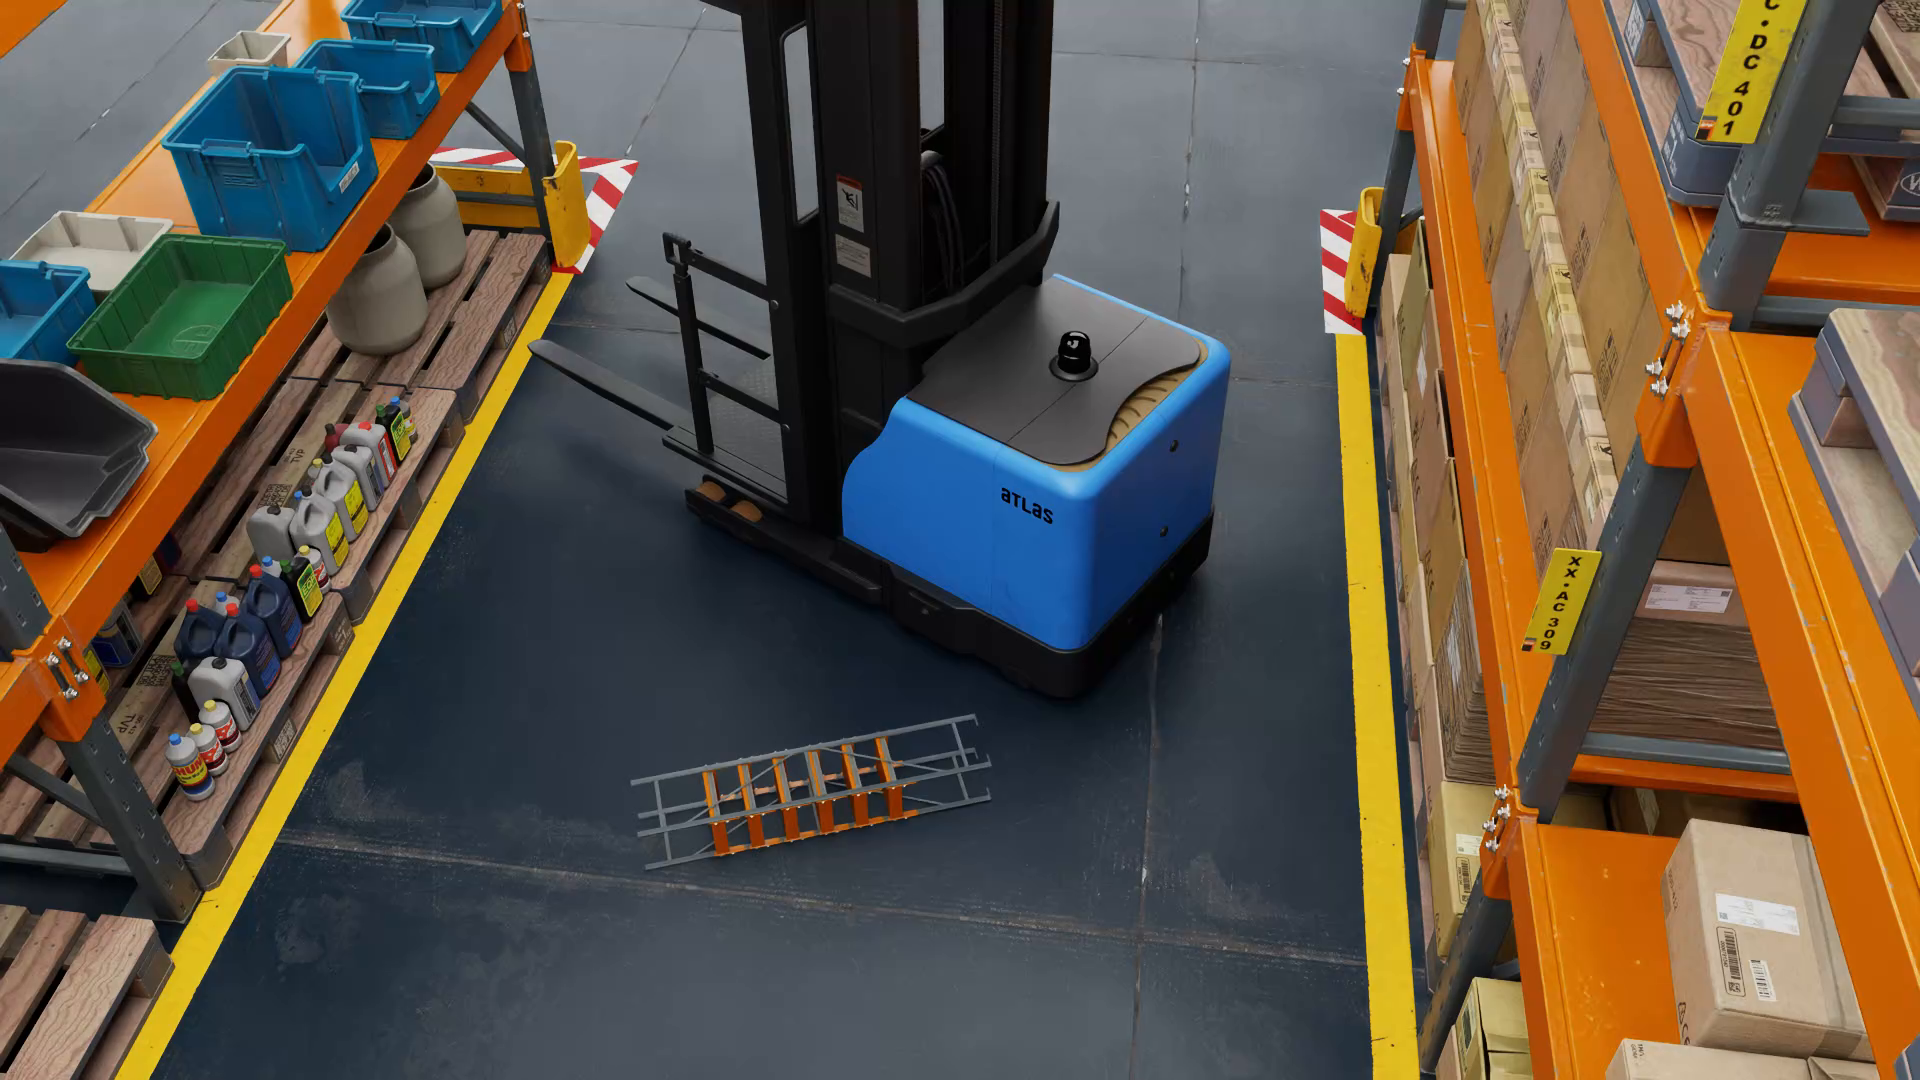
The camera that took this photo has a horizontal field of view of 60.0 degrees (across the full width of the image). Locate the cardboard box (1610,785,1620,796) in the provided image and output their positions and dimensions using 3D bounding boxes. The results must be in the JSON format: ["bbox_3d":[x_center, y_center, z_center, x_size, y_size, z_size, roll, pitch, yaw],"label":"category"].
[{"bbox_3d":[2.327,0.478,5.212,0.500,0.500,0.500,5,44,6],"label":"cardboard box"}]

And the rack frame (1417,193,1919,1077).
[{"bbox_3d":[1.897,0.534,4.005,1.000,3.000,0.127,5,44,6],"label":"rack frame"}]

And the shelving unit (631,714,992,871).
[{"bbox_3d":[-0.501,0.859,5.701,1.200,0.189,0.258,-10,44,-10],"label":"shelving unit"}]

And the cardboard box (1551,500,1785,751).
[{"bbox_3d":[1.950,0.194,4.290,0.700,0.500,0.500,4,44,4],"label":"cardboard box"}]

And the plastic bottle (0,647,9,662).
[{"bbox_3d":[-3.212,0.418,5.734,0.144,0.351,0.185,4,44,4],"label":"plastic bottle"}]

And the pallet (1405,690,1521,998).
[{"bbox_3d":[2.044,1.008,5.532,1.003,0.211,1.213,5,44,6],"label":"pallet"}]

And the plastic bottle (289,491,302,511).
[{"bbox_3d":[-2.514,-0.102,6.391,0.097,0.201,0.097,0,43,0],"label":"plastic bottle"}]

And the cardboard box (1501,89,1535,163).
[{"bbox_3d":[1.993,-1.339,5.438,0.380,0.149,0.250,5,44,5],"label":"cardboard box"}]

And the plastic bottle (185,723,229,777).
[{"bbox_3d":[-2.522,0.691,5.554,0.097,0.201,0.097,0,43,0],"label":"plastic bottle"}]

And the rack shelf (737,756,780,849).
[{"bbox_3d":[-0.691,0.892,5.667,0.103,0.180,0.258,-10,44,-10],"label":"rack shelf"}]

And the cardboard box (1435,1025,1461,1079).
[{"bbox_3d":[1.599,1.632,4.539,0.500,0.250,0.500,4,44,5],"label":"cardboard box"}]

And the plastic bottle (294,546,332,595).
[{"bbox_3d":[-2.408,0.105,6.172,0.097,0.201,0.097,0,43,0],"label":"plastic bottle"}]

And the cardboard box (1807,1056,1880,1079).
[{"bbox_3d":[1.963,1.198,3.401,0.396,0.266,0.258,4,44,4],"label":"cardboard box"}]

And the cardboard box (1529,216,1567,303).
[{"bbox_3d":[1.890,-0.808,4.878,0.380,0.149,0.250,6,44,7],"label":"cardboard box"}]

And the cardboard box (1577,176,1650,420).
[{"bbox_3d":[2.015,-0.621,4.208,0.700,0.500,0.500,5,44,5],"label":"cardboard box"}]

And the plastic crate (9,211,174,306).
[{"bbox_3d":[-3.048,-0.953,5.767,0.530,0.136,0.437,5,44,6],"label":"plastic crate"}]

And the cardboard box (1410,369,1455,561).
[{"bbox_3d":[1.934,-0.252,5.983,0.500,0.500,0.500,5,44,6],"label":"cardboard box"}]

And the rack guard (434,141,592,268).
[{"bbox_3d":[-2.447,-1.682,8.162,1.175,0.500,0.348,5,44,6],"label":"rack guard"}]

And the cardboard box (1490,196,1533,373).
[{"bbox_3d":[2.150,-0.857,5.400,0.700,0.500,0.500,6,44,7],"label":"cardboard box"}]

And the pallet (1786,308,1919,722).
[{"bbox_3d":[1.794,0.116,2.403,0.805,0.209,1.217,4,44,4],"label":"pallet"}]

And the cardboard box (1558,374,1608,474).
[{"bbox_3d":[1.788,-0.290,4.330,0.380,0.149,0.250,4,44,4],"label":"cardboard box"}]

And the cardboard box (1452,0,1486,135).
[{"bbox_3d":[2.352,-1.912,6.515,0.700,0.500,0.500,5,44,6],"label":"cardboard box"}]

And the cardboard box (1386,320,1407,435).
[{"bbox_3d":[2.072,-0.660,6.960,0.500,0.250,0.500,5,44,6],"label":"cardboard box"}]

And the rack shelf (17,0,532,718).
[{"bbox_3d":[-2.748,-1.021,6.170,1.077,0.370,4.000,5,44,6],"label":"rack shelf"}]

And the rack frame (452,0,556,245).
[{"bbox_3d":[-2.483,-2.645,7.362,1.000,3.000,0.127,5,44,6],"label":"rack frame"}]

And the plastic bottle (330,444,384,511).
[{"bbox_3d":[-2.370,-0.261,6.505,0.152,0.276,0.135,4,44,4],"label":"plastic bottle"}]

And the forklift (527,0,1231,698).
[{"bbox_3d":[-0.499,-1.321,6.013,3.031,2.935,1.130,27,50,26],"label":"forklift"}]

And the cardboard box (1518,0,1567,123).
[{"bbox_3d":[2.215,-1.644,5.289,0.700,0.500,0.500,5,44,6],"label":"cardboard box"}]

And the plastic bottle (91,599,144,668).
[{"bbox_3d":[-3.037,0.310,5.901,0.152,0.276,0.135,5,44,6],"label":"plastic bottle"}]

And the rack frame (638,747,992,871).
[{"bbox_3d":[-0.501,0.925,5.764,1.200,0.006,0.240,-10,44,-10],"label":"rack frame"}]

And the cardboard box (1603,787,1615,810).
[{"bbox_3d":[2.330,0.751,5.470,0.500,0.250,0.500,5,44,6],"label":"cardboard box"}]

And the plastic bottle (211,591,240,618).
[{"bbox_3d":[-2.594,0.290,5.927,0.097,0.271,0.097,0,43,0],"label":"plastic bottle"}]

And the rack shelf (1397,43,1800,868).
[{"bbox_3d":[2.162,-0.568,5.692,1.077,0.370,4.000,5,44,6],"label":"rack shelf"}]

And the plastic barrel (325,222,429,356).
[{"bbox_3d":[-2.561,-1.097,7.231,0.421,0.512,0.421,0,43,0],"label":"plastic barrel"}]

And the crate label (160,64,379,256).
[{"bbox_3d":[-2.458,-1.379,5.999,0.502,0.435,0.616,5,44,6],"label":"crate label"}]

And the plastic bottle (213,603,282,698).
[{"bbox_3d":[-2.494,0.370,5.784,0.144,0.351,0.185,6,44,7],"label":"plastic bottle"}]

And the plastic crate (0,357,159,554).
[{"bbox_3d":[-2.817,-0.242,4.869,0.767,0.338,0.504,5,44,6],"label":"plastic crate"}]

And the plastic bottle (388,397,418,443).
[{"bbox_3d":[-2.291,-0.497,6.809,0.097,0.201,0.097,0,43,0],"label":"plastic bottle"}]

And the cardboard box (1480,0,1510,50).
[{"bbox_3d":[2.094,-1.866,5.995,0.380,0.149,0.250,5,44,6],"label":"cardboard box"}]

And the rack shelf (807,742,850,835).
[{"bbox_3d":[-0.458,0.851,5.708,0.103,0.180,0.258,-10,44,-10],"label":"rack shelf"}]

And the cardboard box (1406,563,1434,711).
[{"bbox_3d":[1.870,0.362,5.881,0.500,0.250,0.500,5,44,6],"label":"cardboard box"}]

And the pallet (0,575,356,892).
[{"bbox_3d":[-2.882,0.639,5.921,1.003,0.211,1.213,5,44,6],"label":"pallet"}]
